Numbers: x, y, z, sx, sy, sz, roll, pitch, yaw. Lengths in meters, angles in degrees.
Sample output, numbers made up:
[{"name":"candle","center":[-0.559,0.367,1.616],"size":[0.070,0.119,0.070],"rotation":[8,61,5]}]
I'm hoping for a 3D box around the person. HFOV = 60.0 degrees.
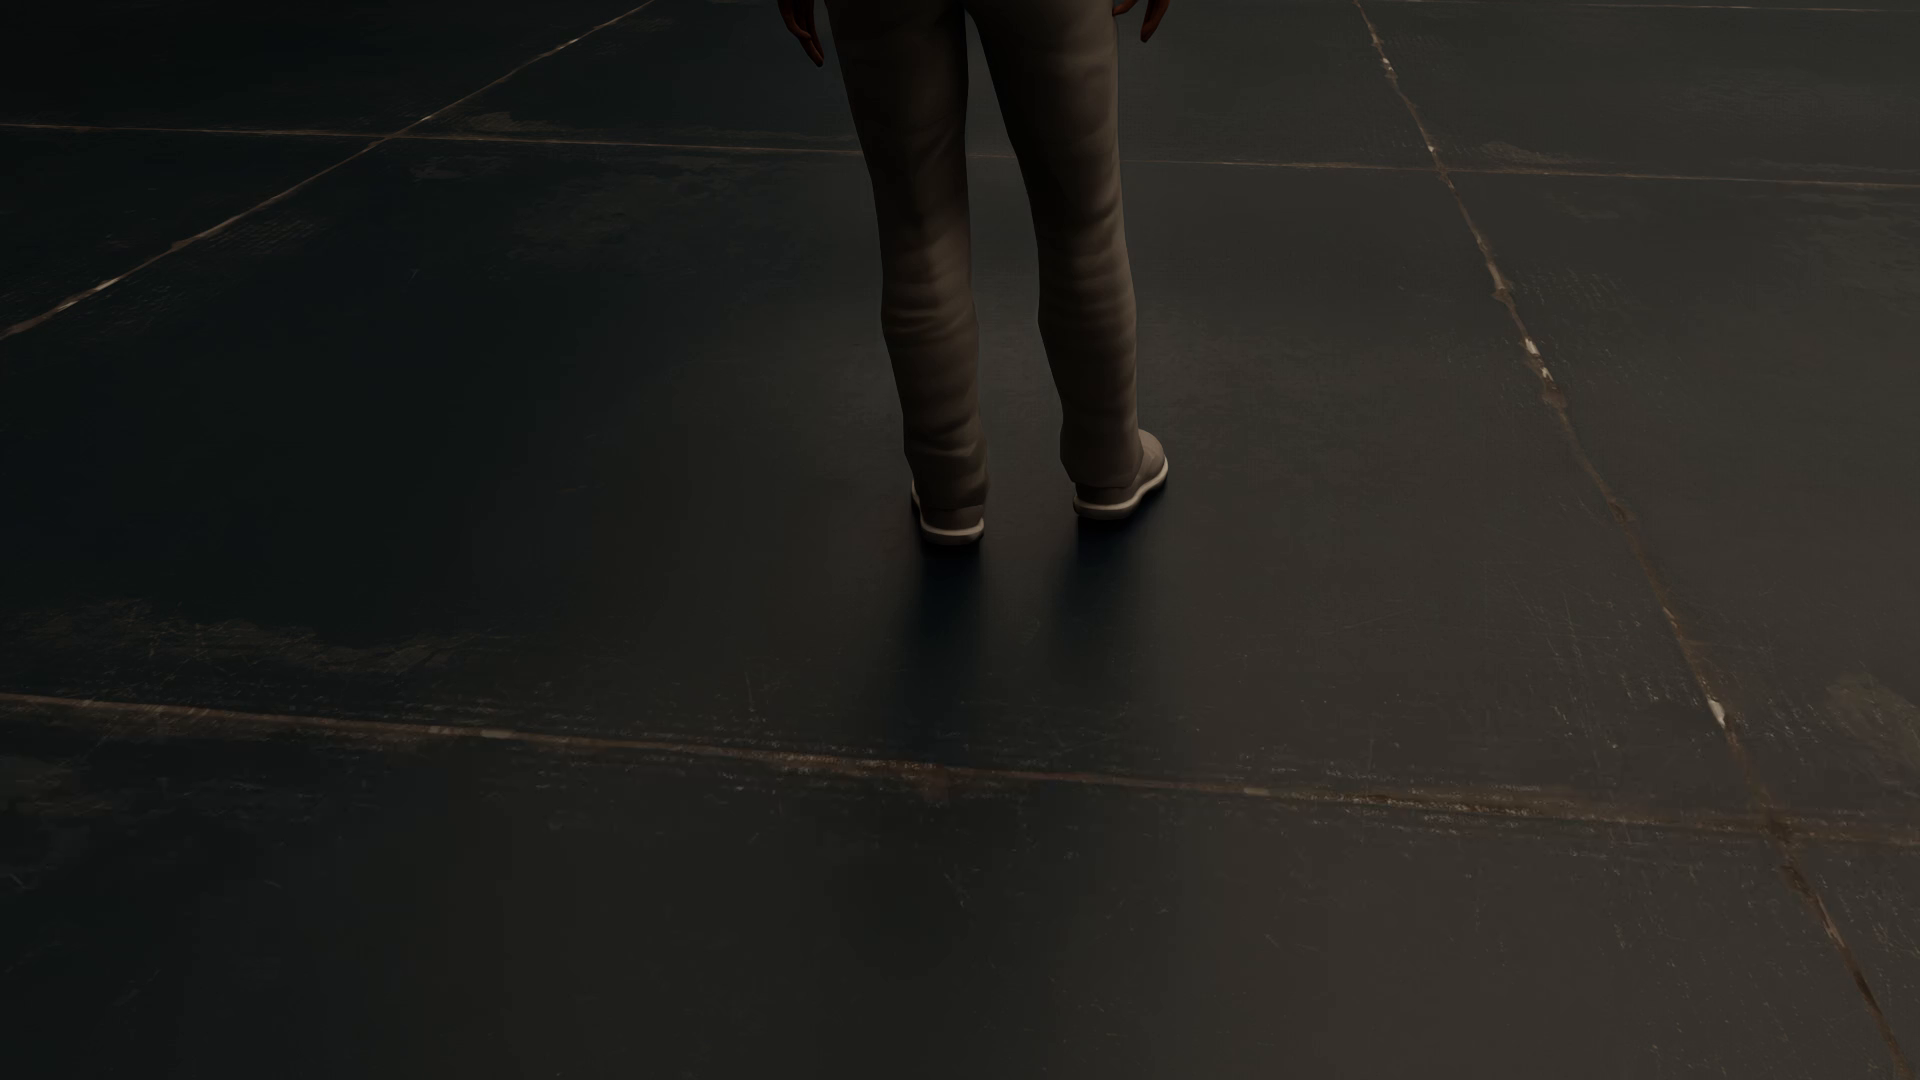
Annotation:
[{"name":"person","center":[0.030,-0.796,2.182],"size":[0.569,1.694,0.530],"rotation":[3,27,7]}]
